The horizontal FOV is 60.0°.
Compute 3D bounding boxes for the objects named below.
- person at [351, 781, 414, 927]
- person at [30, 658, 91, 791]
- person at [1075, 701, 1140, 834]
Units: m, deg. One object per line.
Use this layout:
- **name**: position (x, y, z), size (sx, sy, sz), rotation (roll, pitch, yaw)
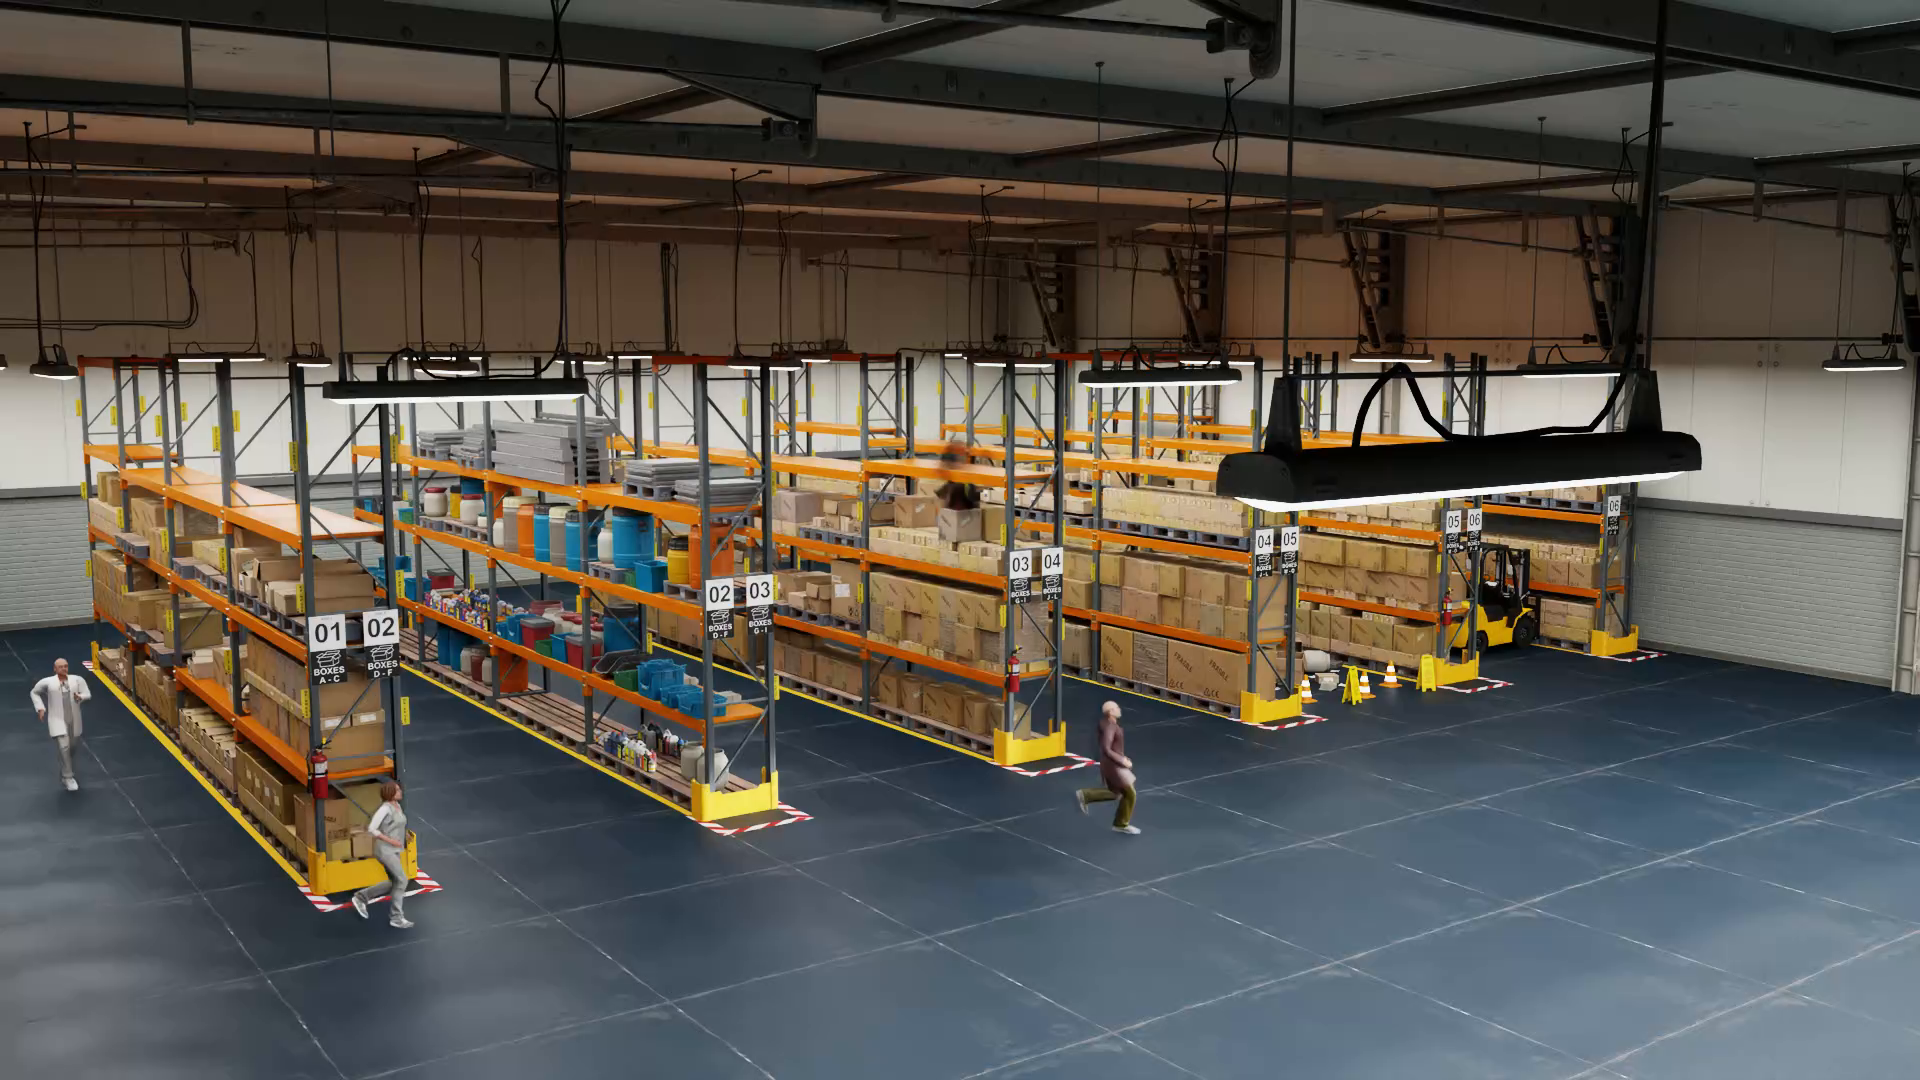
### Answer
- **person**: position (-6.248, 3.402, 18.053), size (0.686, 1.570, 0.581), rotation (0, 7, 1)
- **person**: position (-12.697, 2.573, 23.583), size (0.990, 1.808, 0.687), rotation (6, 9, 42)
- **person**: position (1.905, 2.915, 21.309), size (0.820, 1.734, 0.722), rotation (-1, 7, -6)
